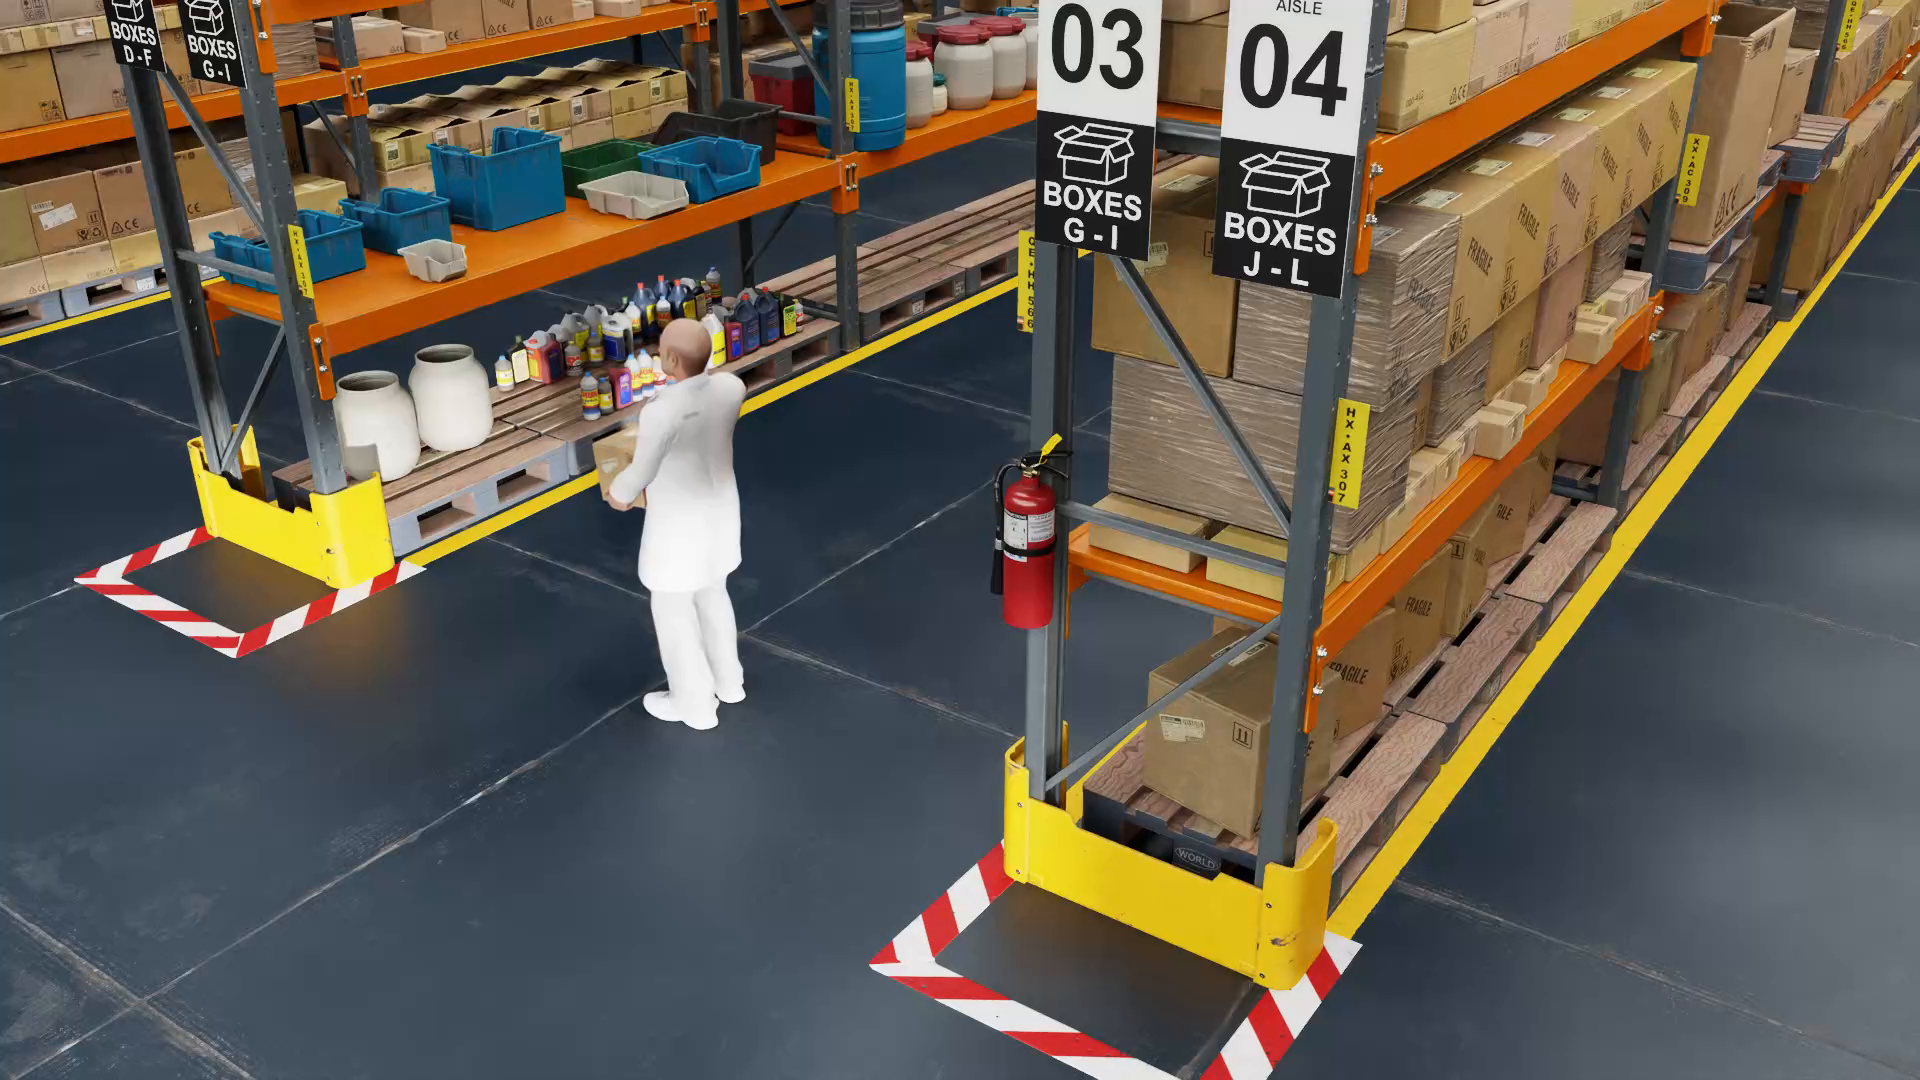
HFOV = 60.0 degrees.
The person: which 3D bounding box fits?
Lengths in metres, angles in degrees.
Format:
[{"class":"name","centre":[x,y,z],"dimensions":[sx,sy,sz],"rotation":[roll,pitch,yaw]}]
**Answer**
[{"class":"person","centre":[-1.172,-0.095,6.829],"dimensions":[0.550,1.774,0.529],"rotation":[18,32,31]}]
